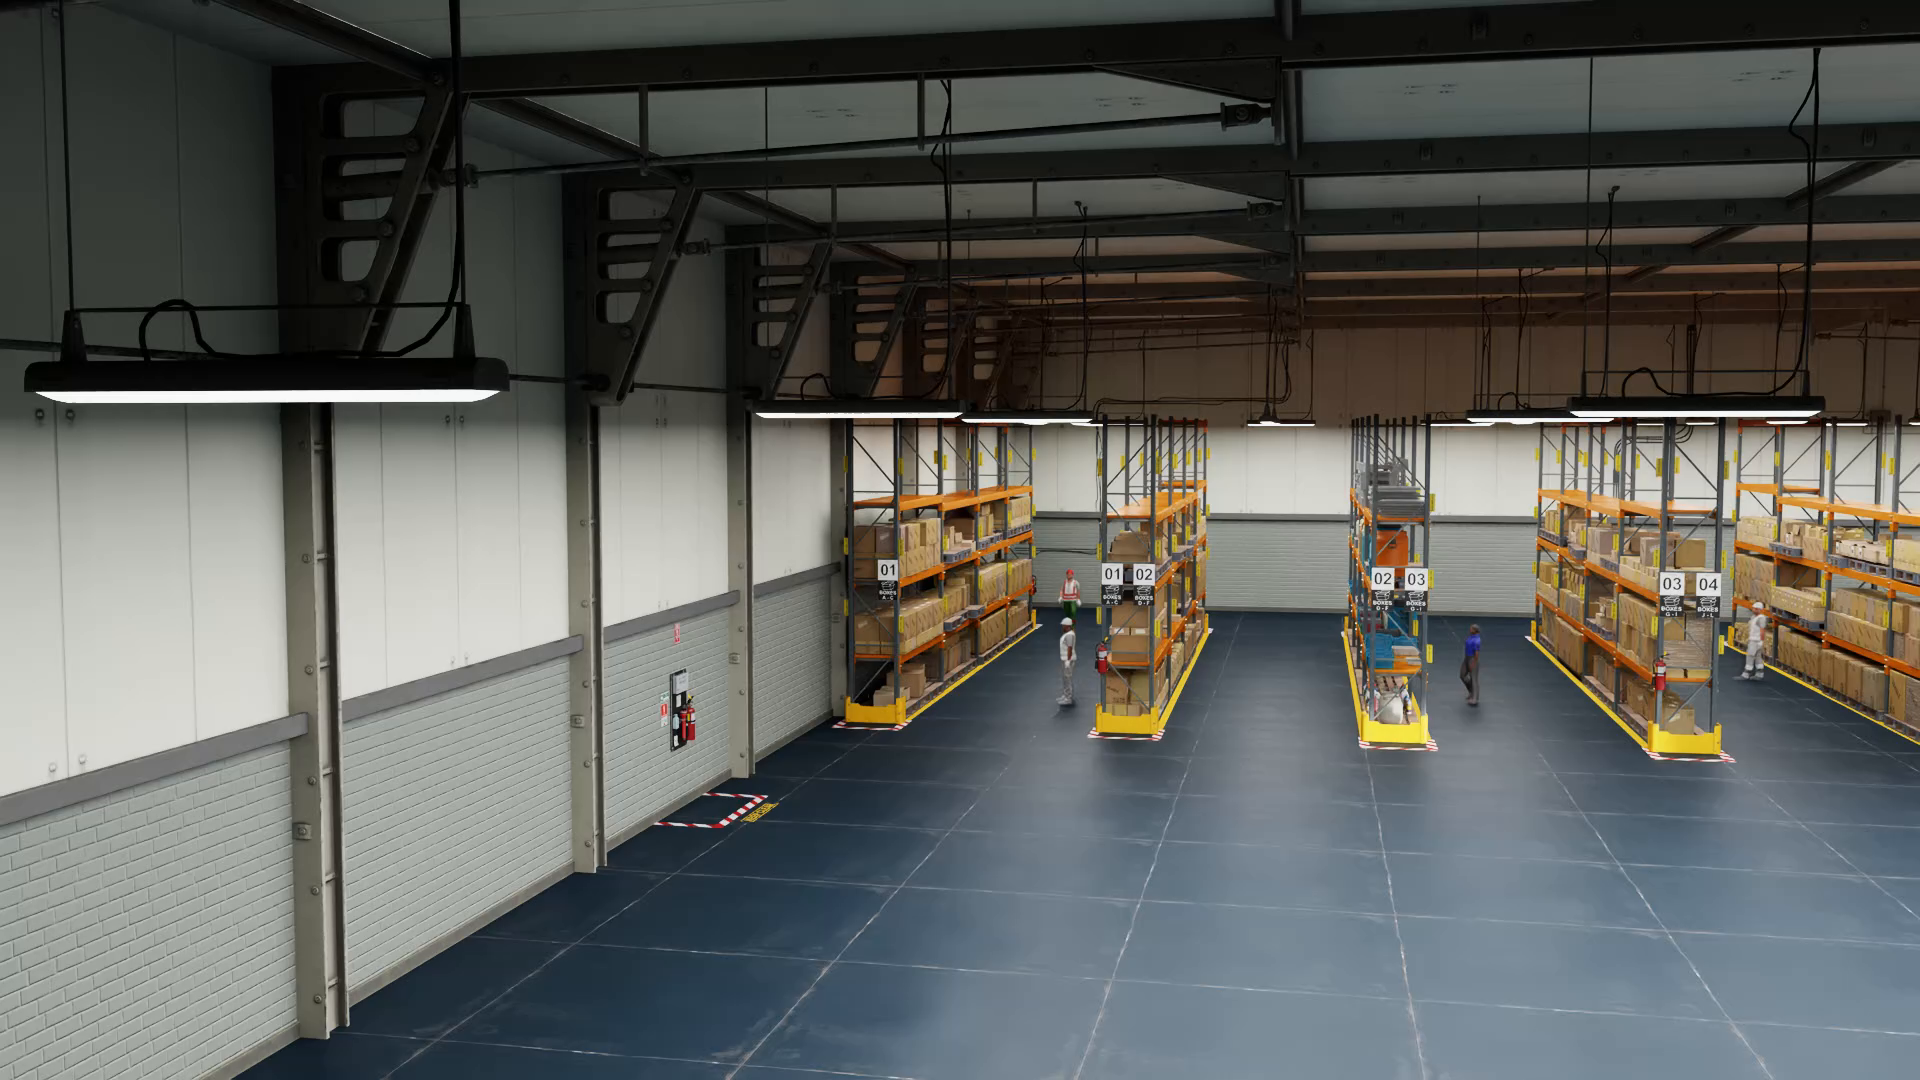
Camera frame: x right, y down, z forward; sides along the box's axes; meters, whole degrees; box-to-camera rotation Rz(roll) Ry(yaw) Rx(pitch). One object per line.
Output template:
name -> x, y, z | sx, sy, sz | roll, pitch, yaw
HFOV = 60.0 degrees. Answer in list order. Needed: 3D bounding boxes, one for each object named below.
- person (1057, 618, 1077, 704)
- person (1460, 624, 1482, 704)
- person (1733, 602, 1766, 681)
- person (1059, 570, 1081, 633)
person -> 2.225, 2.510, 34.702 | 0.426, 1.789, 0.611 | 0, 4, 2
person -> 10.740, 2.577, 34.860 | 0.409, 1.675, 0.546 | -1, 4, -12
person -> 17.999, 2.301, 37.896 | 0.643, 1.786, 0.545 | 2, 4, 23
person -> 3.078, 1.710, 46.720 | 0.593, 1.740, 0.957 | 1, 4, 13
